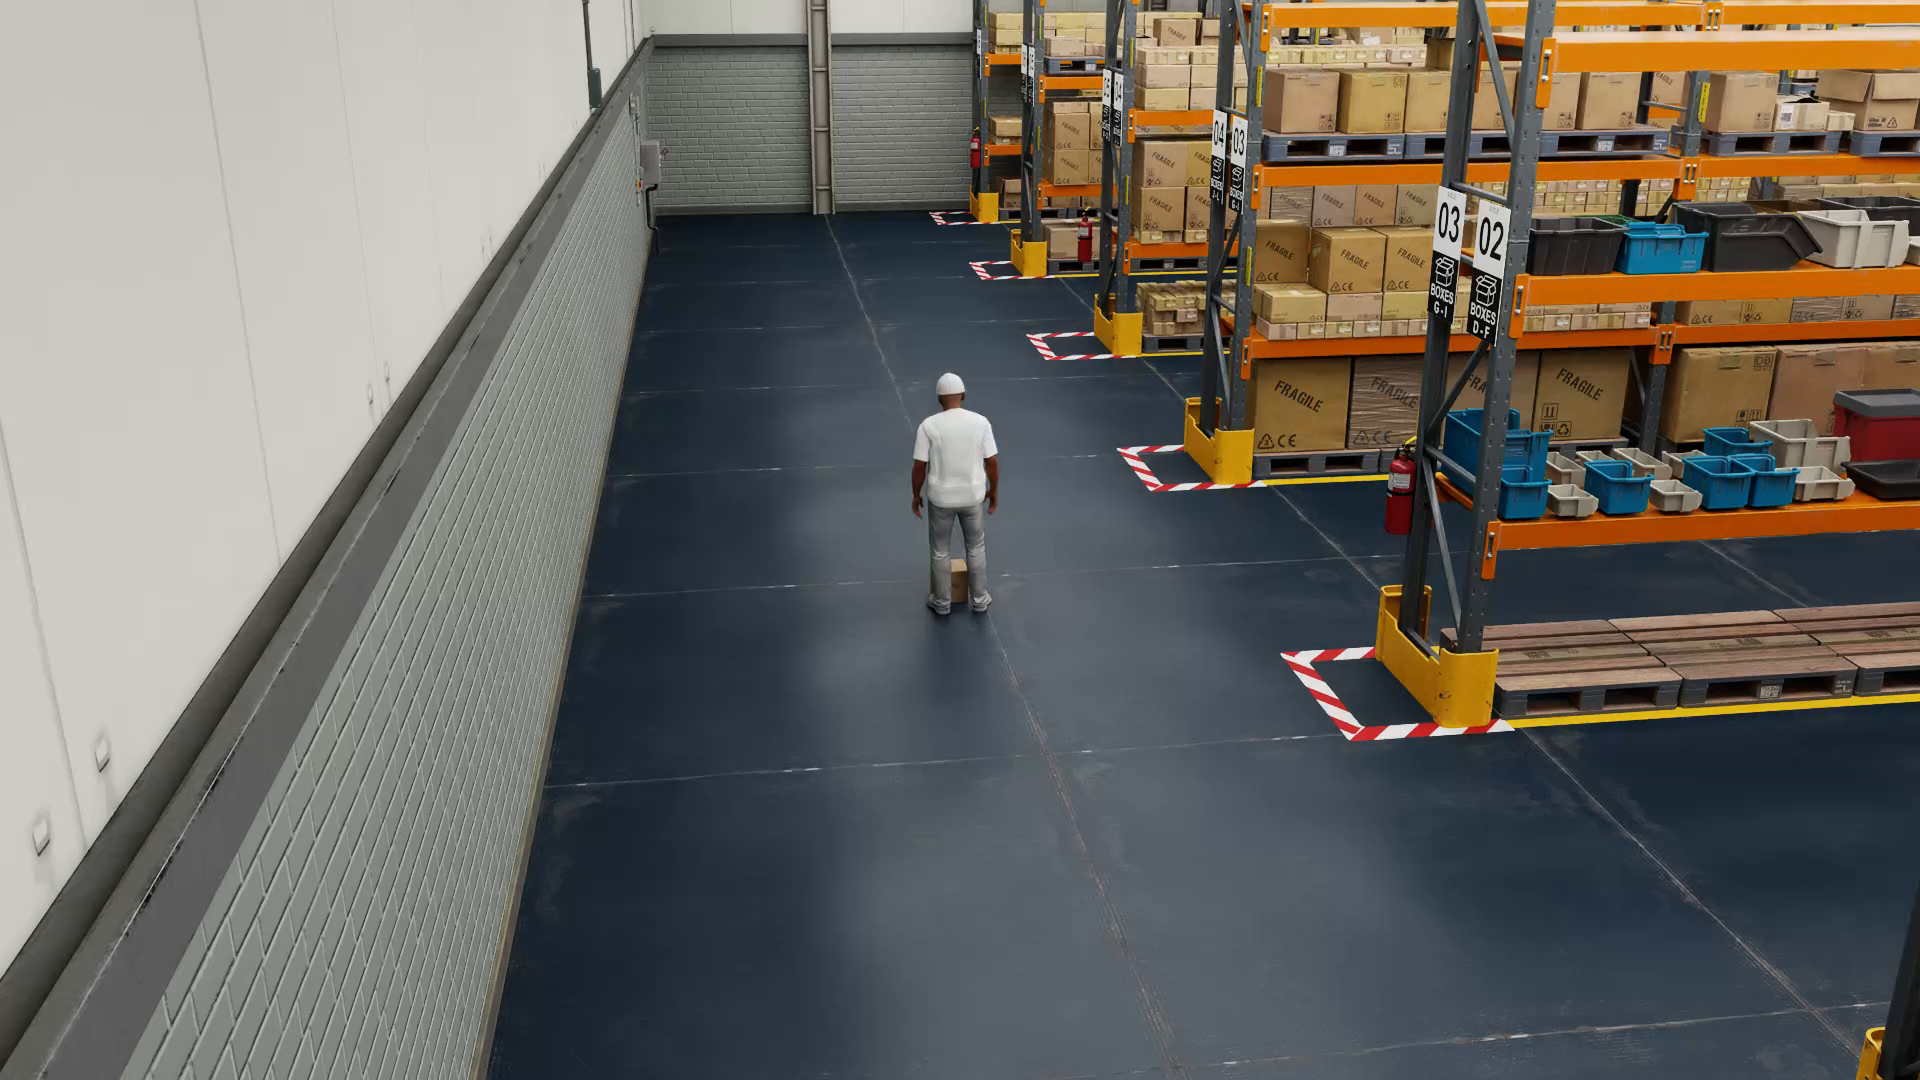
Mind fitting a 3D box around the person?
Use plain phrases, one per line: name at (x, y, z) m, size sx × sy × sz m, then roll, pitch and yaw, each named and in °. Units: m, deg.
person at (-0.036, -0.327, 11.951) m, size 0.631 × 1.760 × 0.463 m, roll -3°, pitch 20°, yaw -8°
